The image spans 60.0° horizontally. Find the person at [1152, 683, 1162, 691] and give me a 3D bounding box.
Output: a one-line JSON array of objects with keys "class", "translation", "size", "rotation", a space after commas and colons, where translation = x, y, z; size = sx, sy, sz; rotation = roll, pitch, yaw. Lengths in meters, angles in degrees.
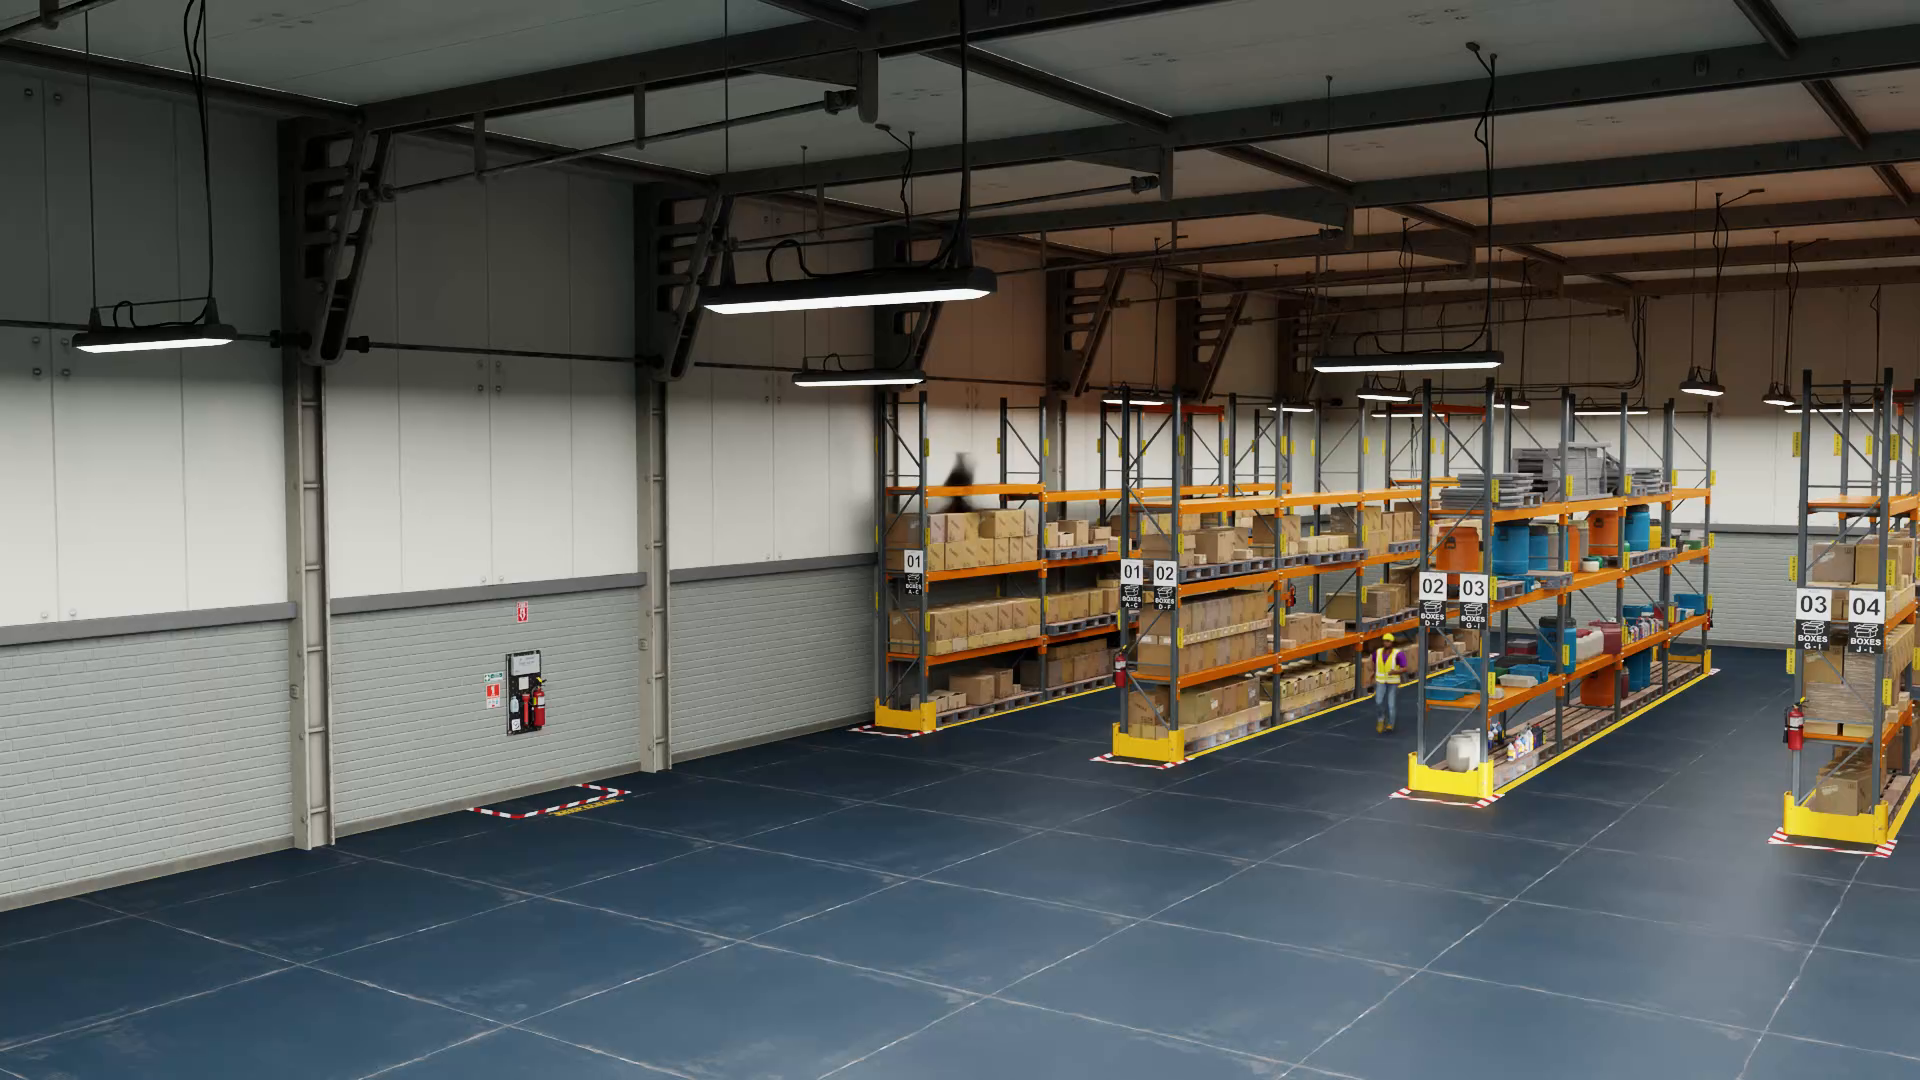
[{"class": "person", "translation": [3.756, 2.459, 30.611], "size": [0.715, 1.720, 0.643], "rotation": [1, 3, 22]}]

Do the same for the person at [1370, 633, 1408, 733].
[{"class": "person", "translation": [7.478, 2.509, 29.064], "size": [0.668, 1.753, 0.691], "rotation": [1, 3, 25]}]
